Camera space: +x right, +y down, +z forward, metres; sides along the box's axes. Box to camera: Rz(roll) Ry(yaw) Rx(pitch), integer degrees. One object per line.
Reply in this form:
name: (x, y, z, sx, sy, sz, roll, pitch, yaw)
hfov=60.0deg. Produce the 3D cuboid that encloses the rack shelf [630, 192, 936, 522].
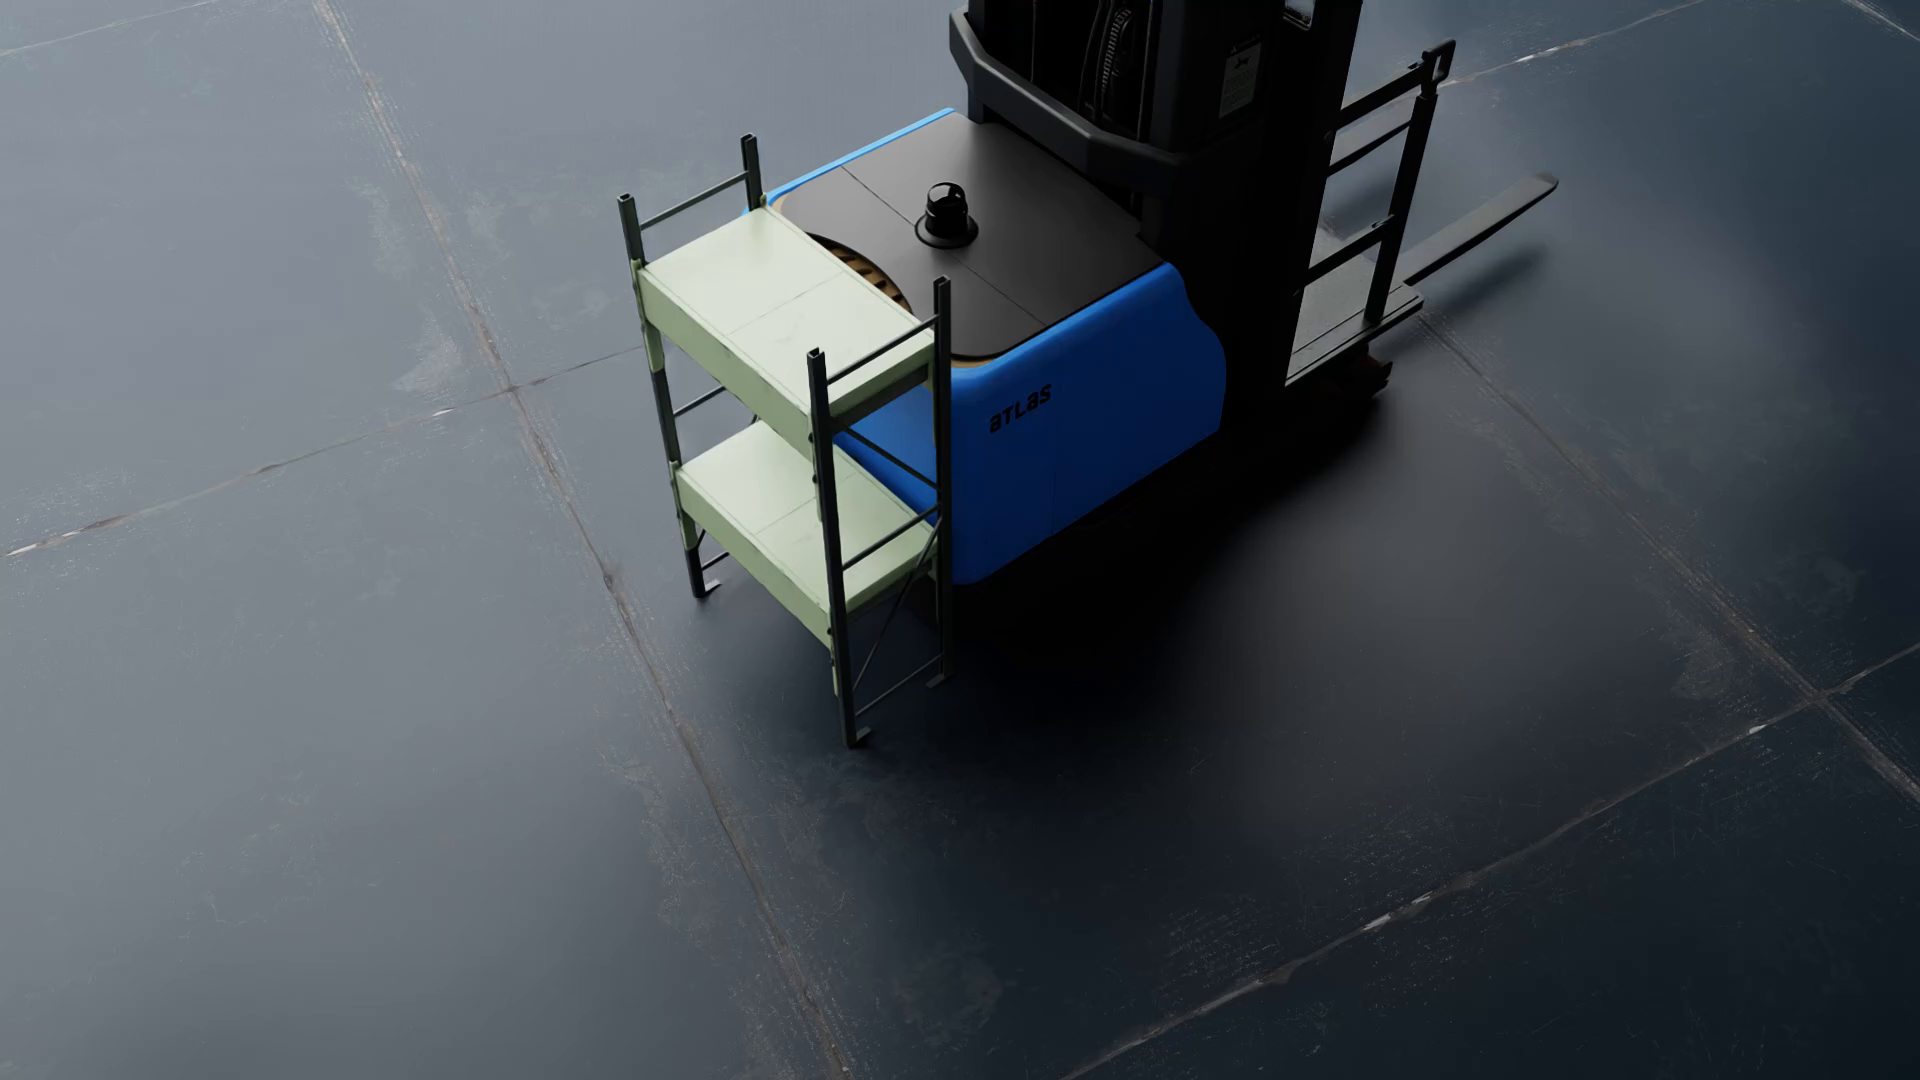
rack shelf: (-0.420, -0.468, 4.145, 0.431, 0.370, 0.720, -34, 57, -26)

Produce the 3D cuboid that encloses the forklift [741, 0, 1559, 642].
forklift: (0.826, -1.614, 4.715, 3.031, 2.935, 1.130, -32, 56, -25)

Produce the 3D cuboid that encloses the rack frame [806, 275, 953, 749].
rack frame: (-0.178, -0.005, 4.258, 0.400, 1.500, 0.023, -34, 57, -26)

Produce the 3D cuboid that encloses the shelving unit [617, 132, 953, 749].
shelving unit: (-0.420, -0.211, 4.439, 0.431, 1.500, 0.755, -34, 57, -26)

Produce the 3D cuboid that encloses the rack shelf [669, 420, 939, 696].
rack shelf: (-0.420, 0.003, 4.684, 0.431, 0.370, 0.720, -34, 57, -26)

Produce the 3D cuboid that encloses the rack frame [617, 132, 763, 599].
rack frame: (-0.663, -0.418, 4.619, 0.400, 1.500, 0.023, -34, 57, -26)
